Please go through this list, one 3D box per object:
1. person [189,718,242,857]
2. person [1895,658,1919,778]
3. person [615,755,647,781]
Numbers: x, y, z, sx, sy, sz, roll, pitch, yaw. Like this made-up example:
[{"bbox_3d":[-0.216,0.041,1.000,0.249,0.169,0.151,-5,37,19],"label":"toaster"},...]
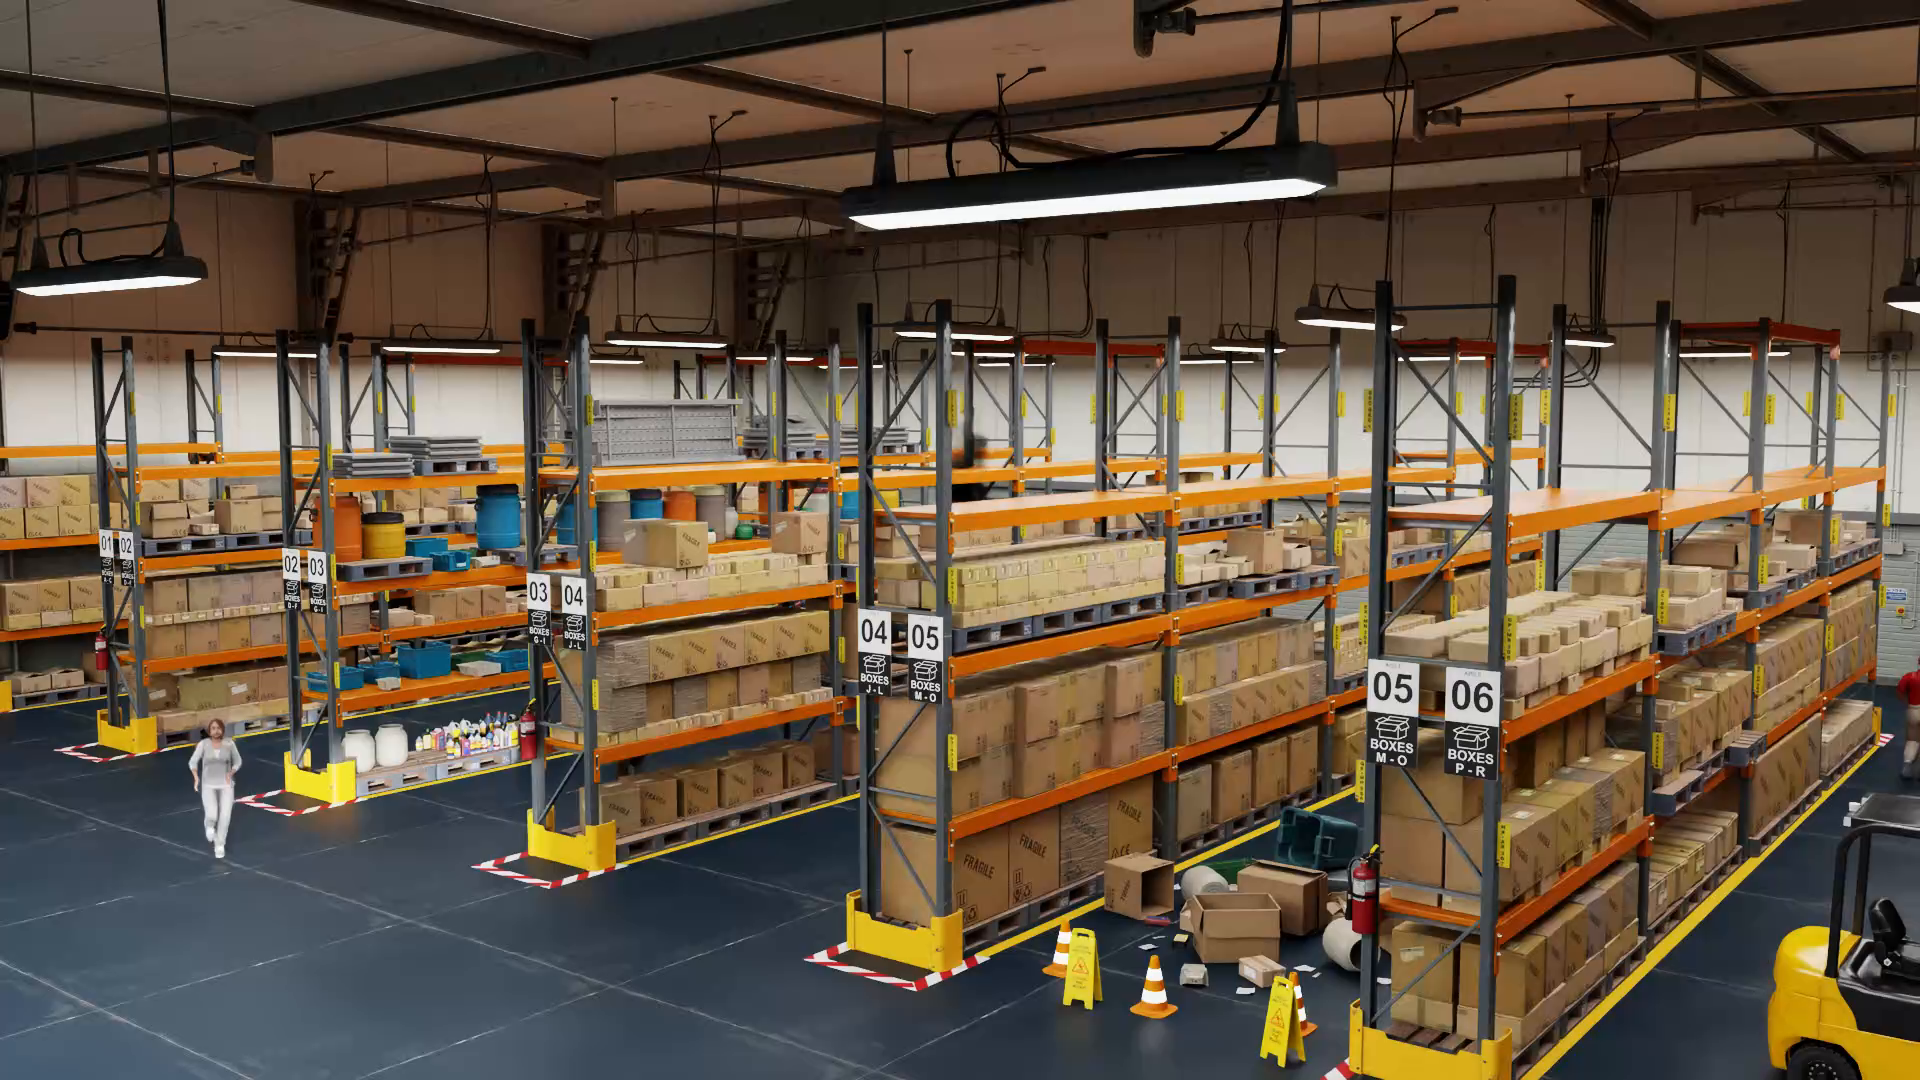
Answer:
[{"bbox_3d":[-8.341,2.778,18.671,0.541,1.566,0.540,-3,6,-28],"label":"person"},{"bbox_3d":[12.872,2.391,22.225,0.672,1.712,0.710,4,6,37],"label":"person"},{"bbox_3d":[-4.332,2.399,21.701,0.718,1.746,0.833,3,6,27],"label":"person"}]
